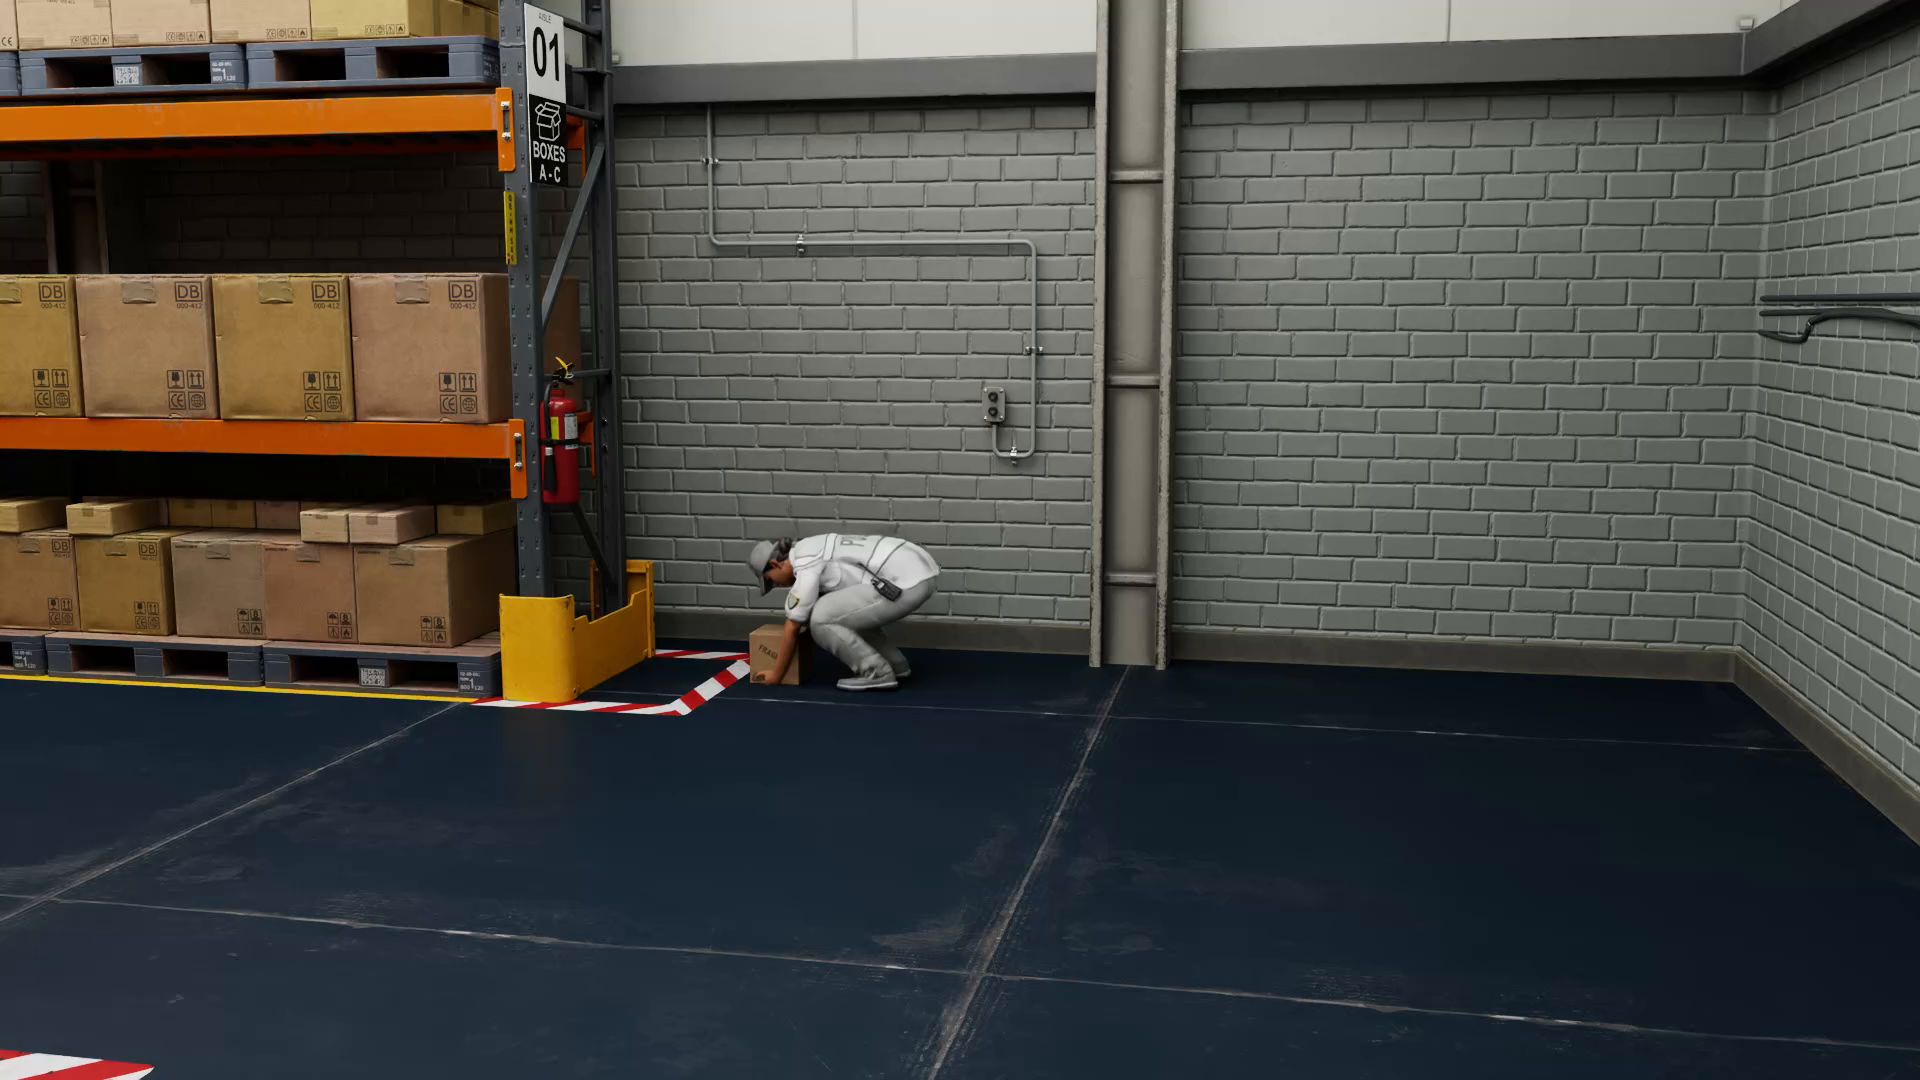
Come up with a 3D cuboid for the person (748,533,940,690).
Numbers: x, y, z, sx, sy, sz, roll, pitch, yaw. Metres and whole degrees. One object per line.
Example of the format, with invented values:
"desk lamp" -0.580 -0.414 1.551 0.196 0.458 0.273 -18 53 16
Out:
"person" -0.576 0.350 8.206 0.935 0.754 0.508 1 8 10
